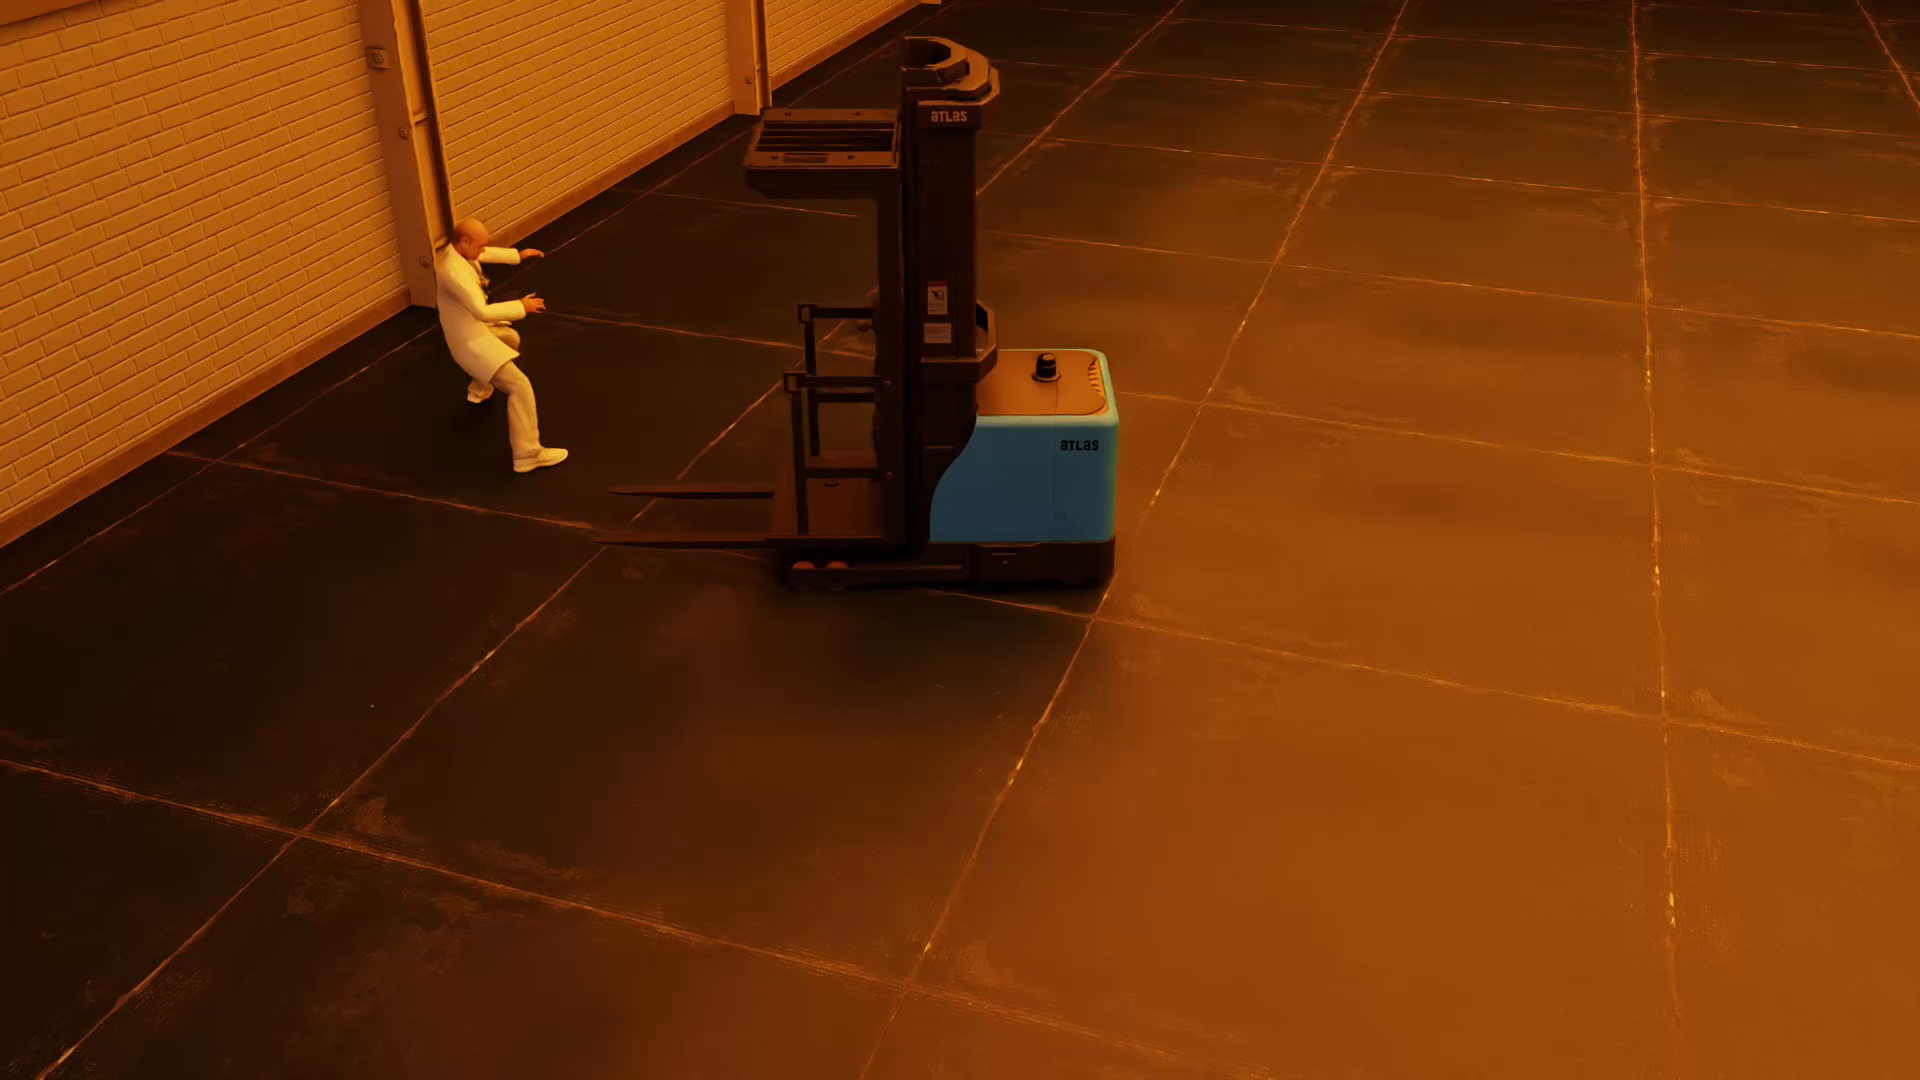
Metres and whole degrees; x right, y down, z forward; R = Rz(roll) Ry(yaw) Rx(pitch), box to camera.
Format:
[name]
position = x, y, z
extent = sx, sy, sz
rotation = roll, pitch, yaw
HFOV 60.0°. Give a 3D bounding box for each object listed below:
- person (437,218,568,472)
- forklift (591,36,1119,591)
[person]
position = -3.054, -1.416, 11.023
extent = 0.715, 1.539, 1.309
rotation = -6, 30, -11
[forklift]
position = -0.627, -1.245, 9.320
extent = 3.031, 2.935, 1.130
rotation = 0, 30, 0
